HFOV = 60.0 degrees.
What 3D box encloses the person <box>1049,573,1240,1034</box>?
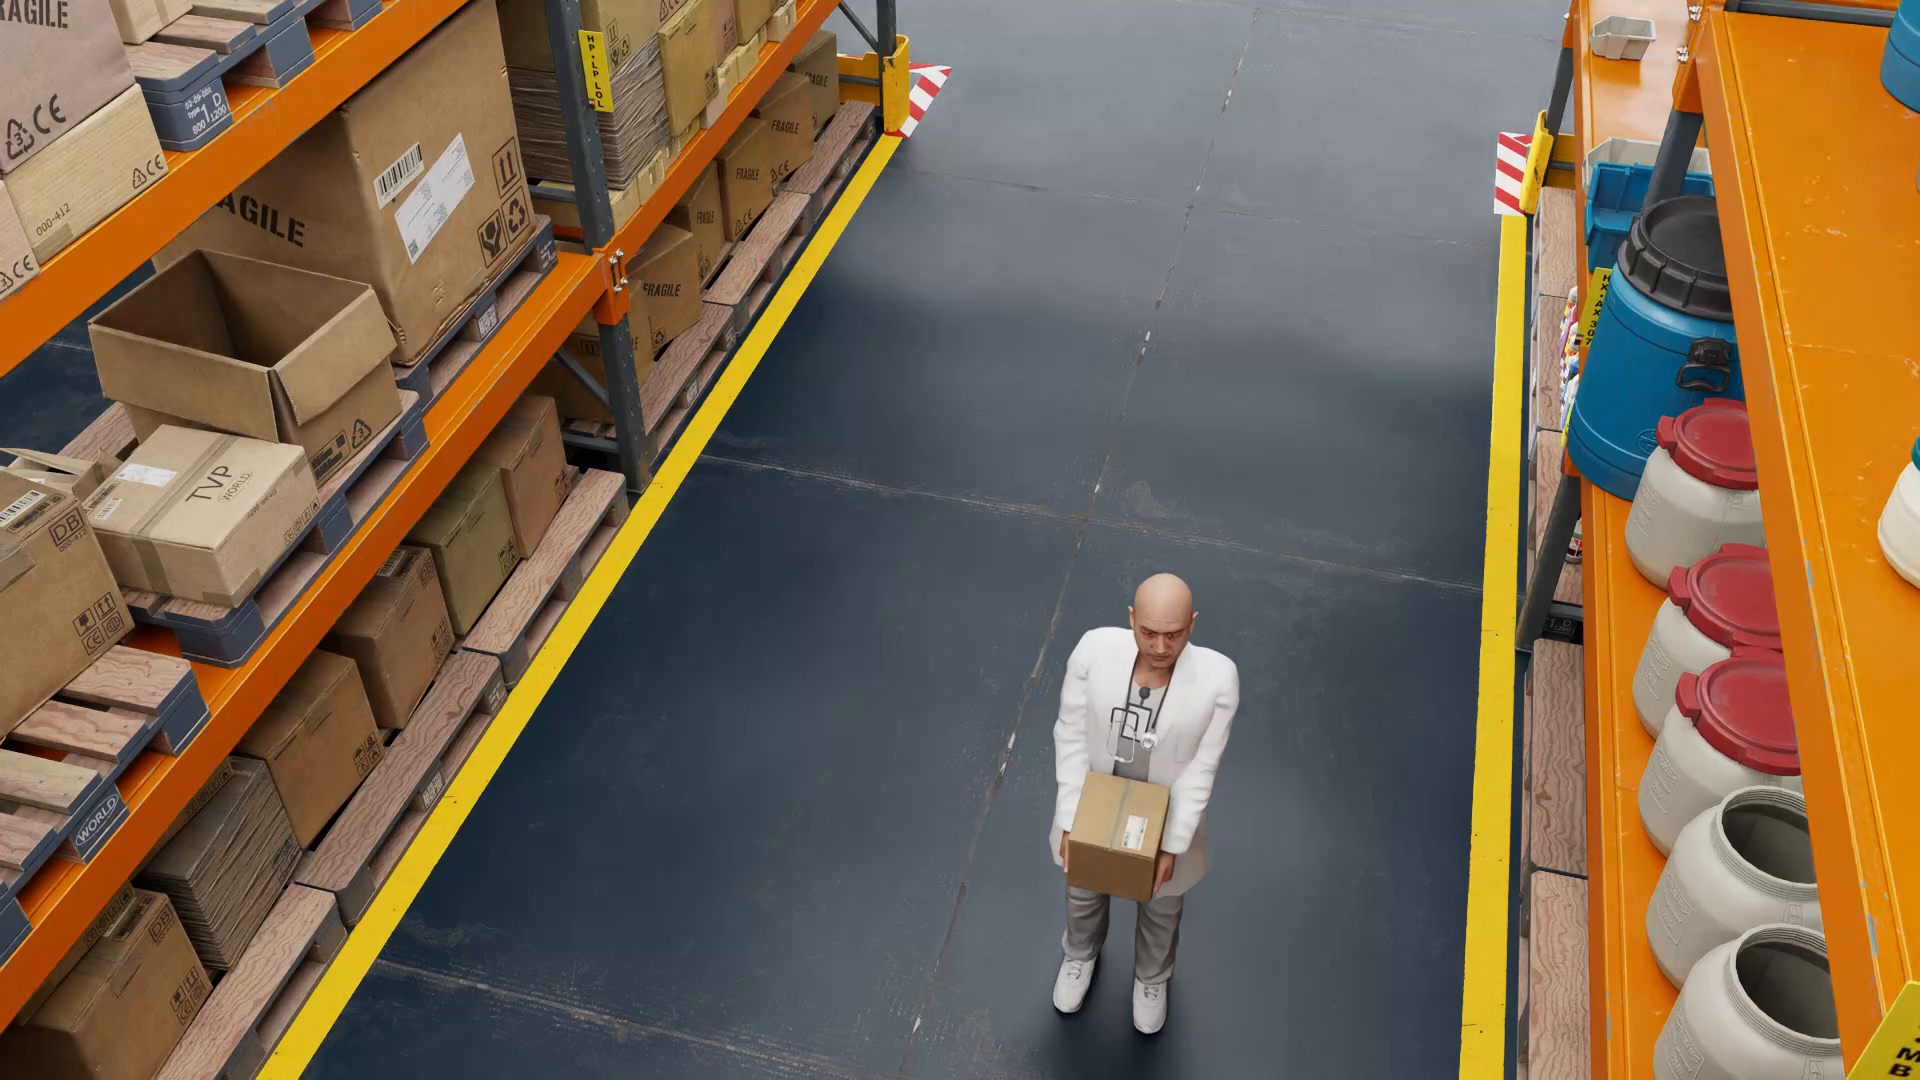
[{"bbox_3d":[0.521,0.895,5.124,0.528,1.775,0.548,10,42,12],"label":"person"}]
